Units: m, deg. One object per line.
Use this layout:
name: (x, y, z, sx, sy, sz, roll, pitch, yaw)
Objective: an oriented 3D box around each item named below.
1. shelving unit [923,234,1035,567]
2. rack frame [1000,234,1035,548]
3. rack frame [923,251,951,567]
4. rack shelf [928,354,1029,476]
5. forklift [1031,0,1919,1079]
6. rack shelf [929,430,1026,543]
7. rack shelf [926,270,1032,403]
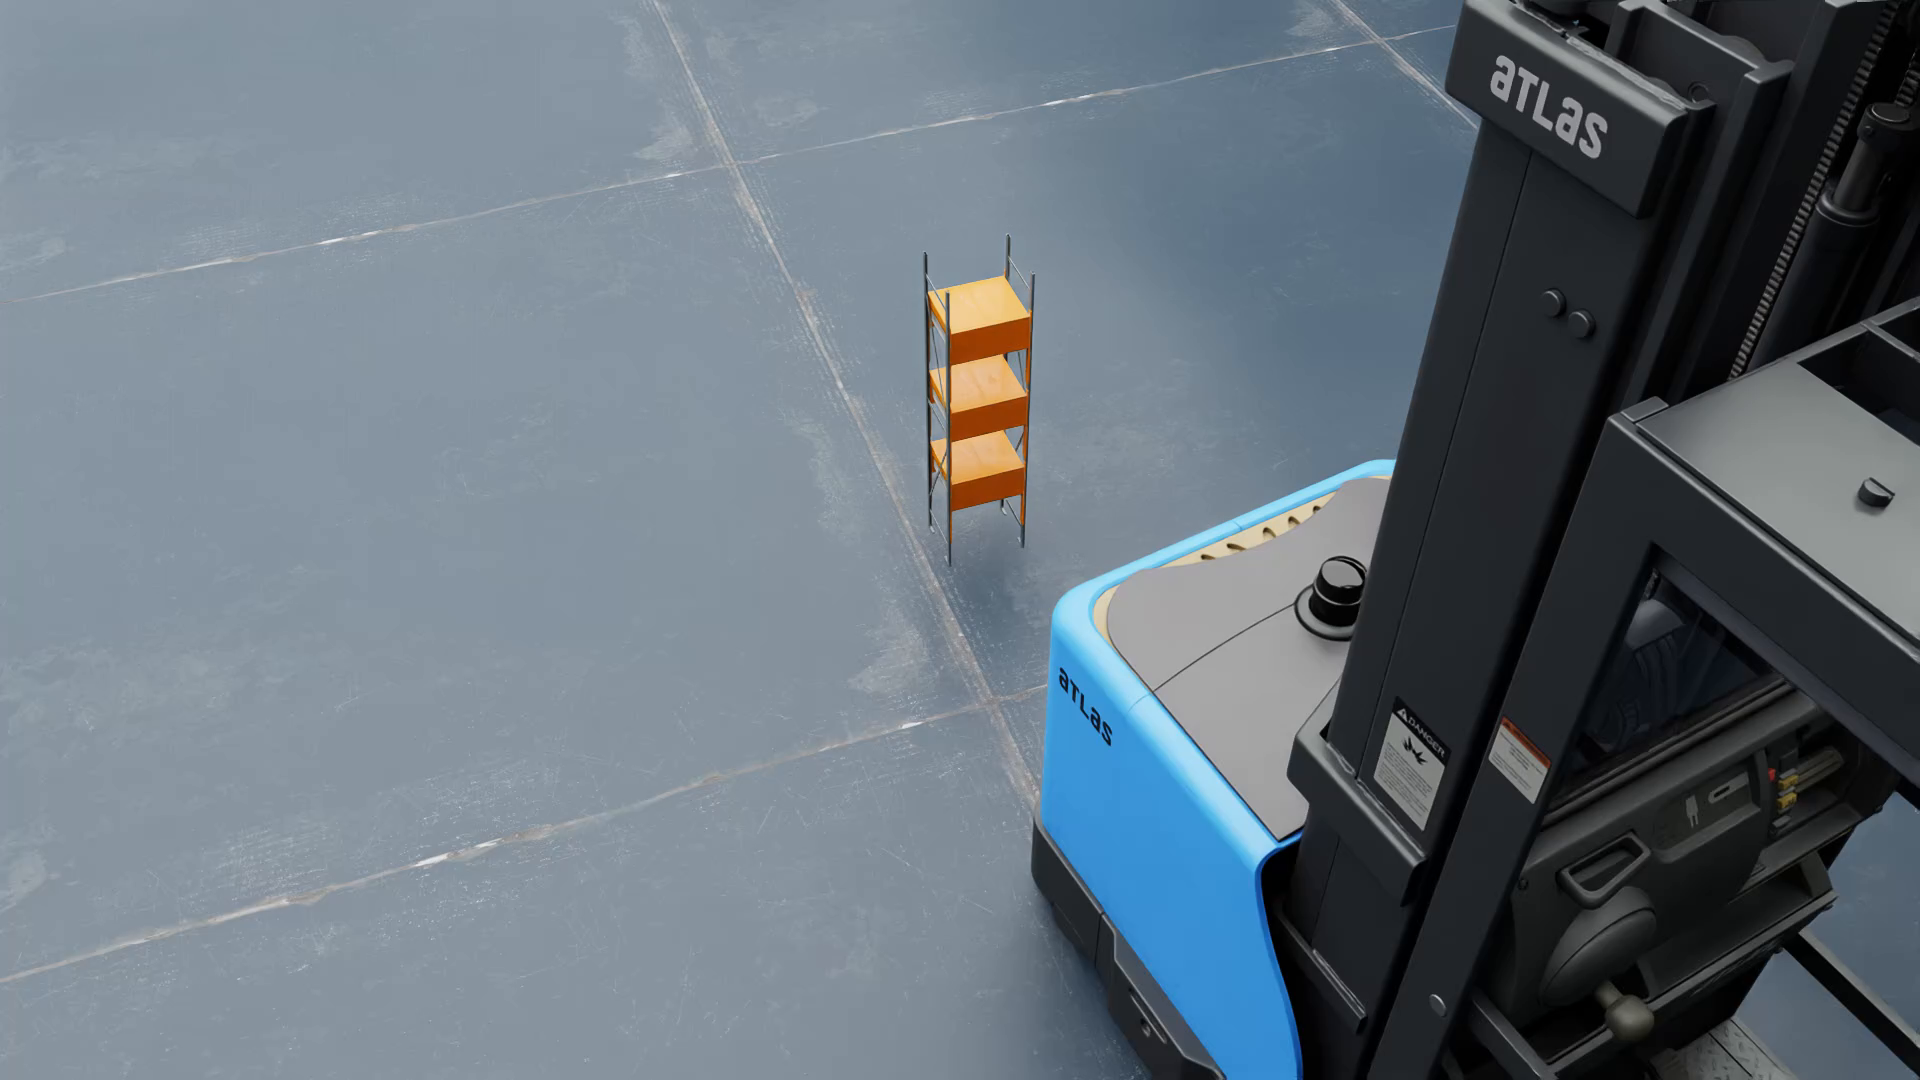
shelving unit: (0.050, -0.383, 4.891, 0.252, 1.050, 0.215, -14, 47, -14)
rack frame: (0.165, -0.413, 4.920, 0.008, 1.050, 0.200, -14, 47, -14)
rack frame: (-0.064, -0.354, 4.862, 0.008, 1.050, 0.200, -14, 47, -14)
rack shelf: (0.050, -0.376, 4.898, 0.240, 0.259, 0.215, -14, 47, -14)
forklift: (1.352, 0.584, 2.598, 1.130, 2.935, 3.031, -22, 49, -21)
rack shelf: (0.050, -0.180, 5.095, 0.240, 0.259, 0.215, -14, 47, -14)
rack shelf: (0.050, -0.576, 4.697, 0.240, 0.259, 0.215, -14, 47, -14)
